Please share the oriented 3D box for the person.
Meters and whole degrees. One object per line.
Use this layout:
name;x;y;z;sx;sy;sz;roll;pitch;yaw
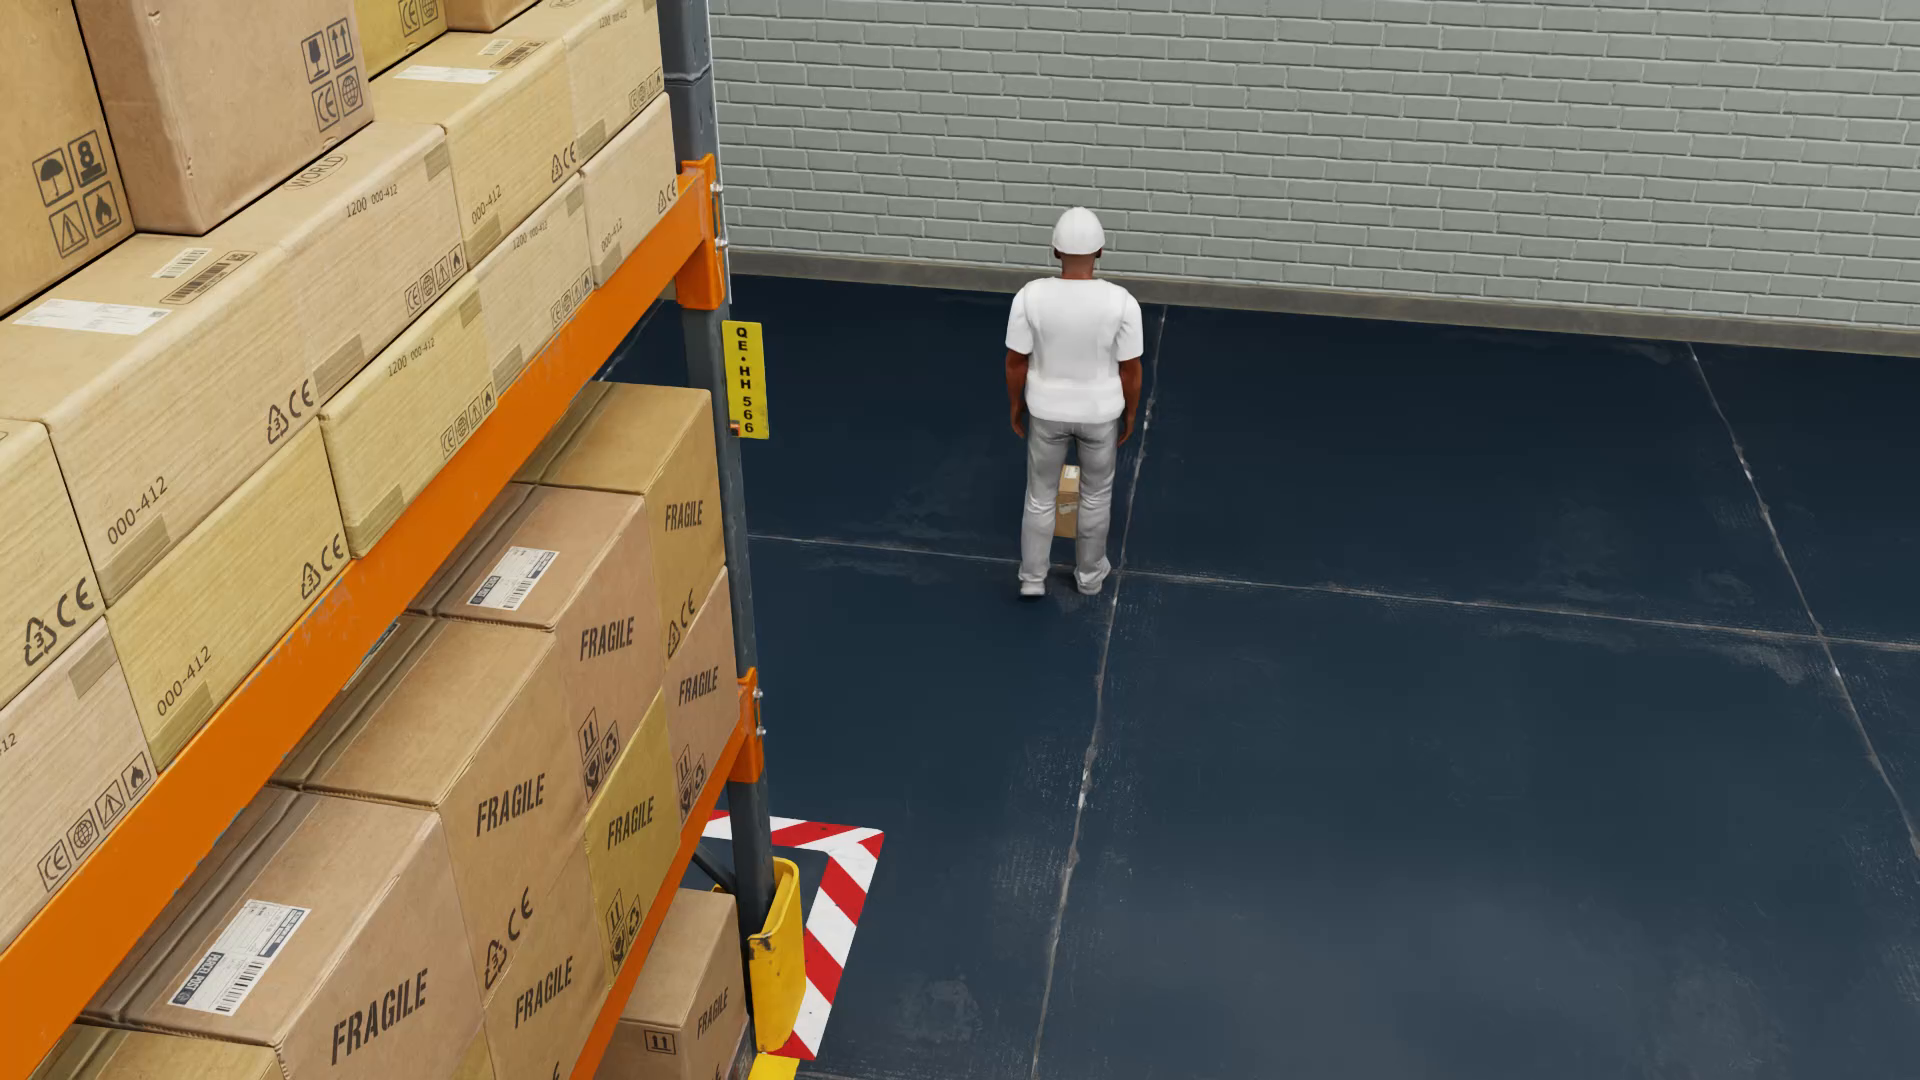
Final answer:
person;0.476;-0.524;7.029;0.567;1.849;0.406;6;33;9
